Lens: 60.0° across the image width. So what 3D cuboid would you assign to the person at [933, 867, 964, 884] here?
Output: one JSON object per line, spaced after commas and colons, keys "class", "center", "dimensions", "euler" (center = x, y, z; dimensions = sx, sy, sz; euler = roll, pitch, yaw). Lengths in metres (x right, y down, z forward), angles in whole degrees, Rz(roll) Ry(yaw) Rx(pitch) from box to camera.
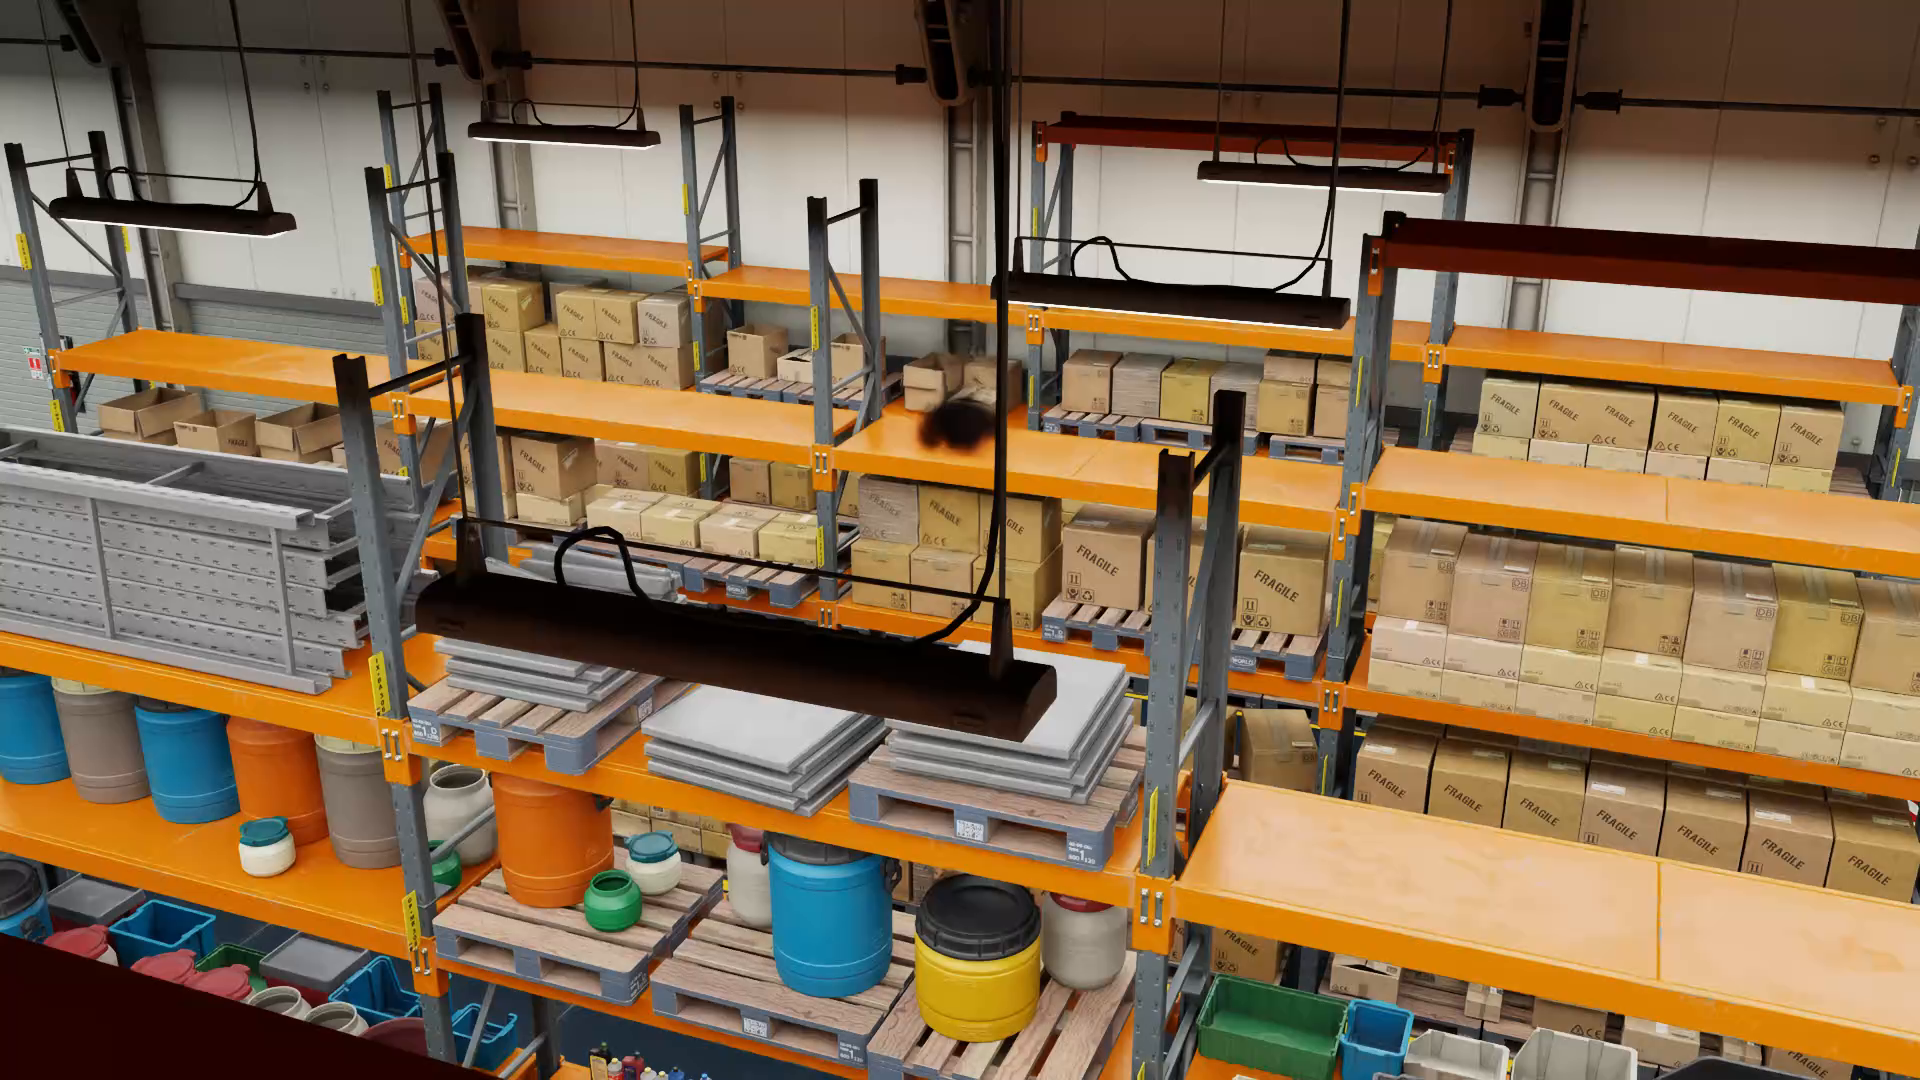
{"class": "person", "center": [-0.097, 3.048, 11.995], "dimensions": [0.688, 1.727, 0.628], "euler": [6, 22, 15]}
